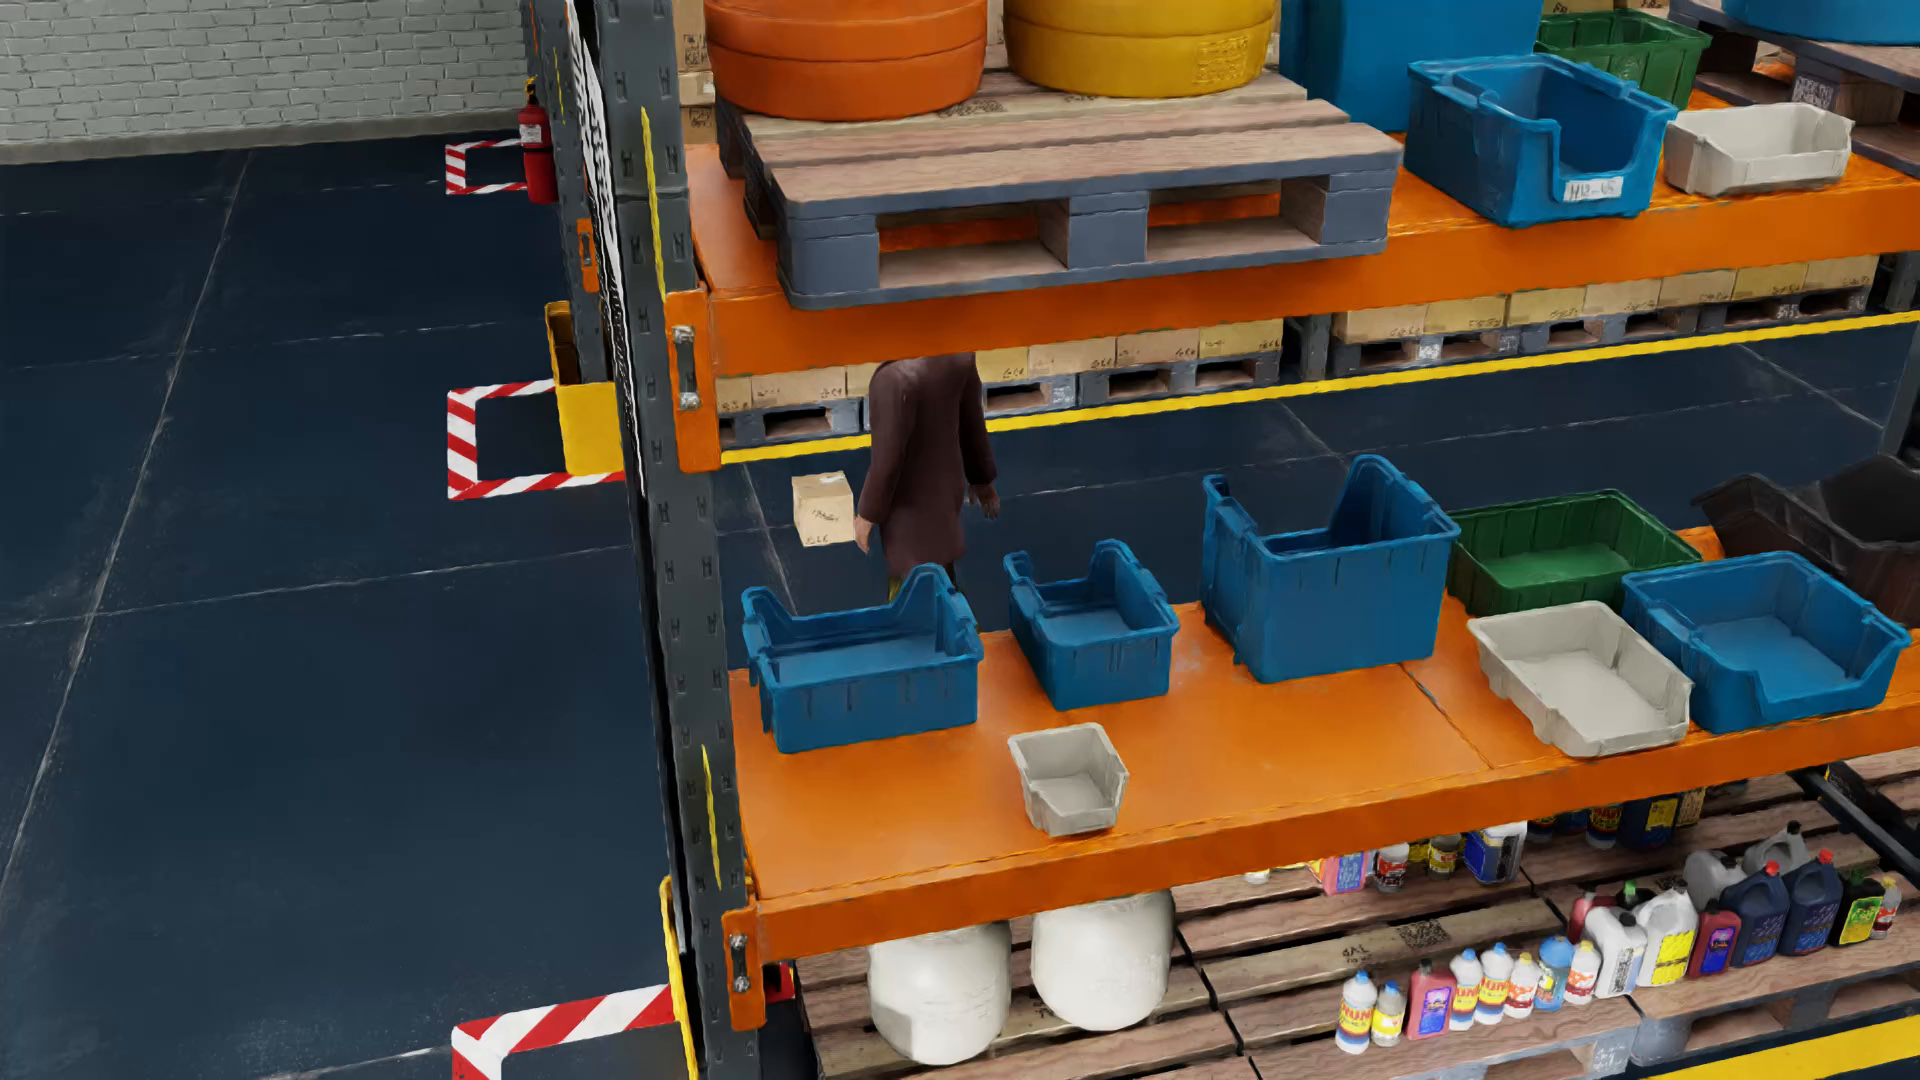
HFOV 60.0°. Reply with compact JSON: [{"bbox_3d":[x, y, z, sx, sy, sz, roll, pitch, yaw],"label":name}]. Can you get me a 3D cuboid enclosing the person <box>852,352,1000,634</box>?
[{"bbox_3d":[-0.104,-0.143,6.412,0.829,1.753,0.701,16,33,25],"label":"person"}]
